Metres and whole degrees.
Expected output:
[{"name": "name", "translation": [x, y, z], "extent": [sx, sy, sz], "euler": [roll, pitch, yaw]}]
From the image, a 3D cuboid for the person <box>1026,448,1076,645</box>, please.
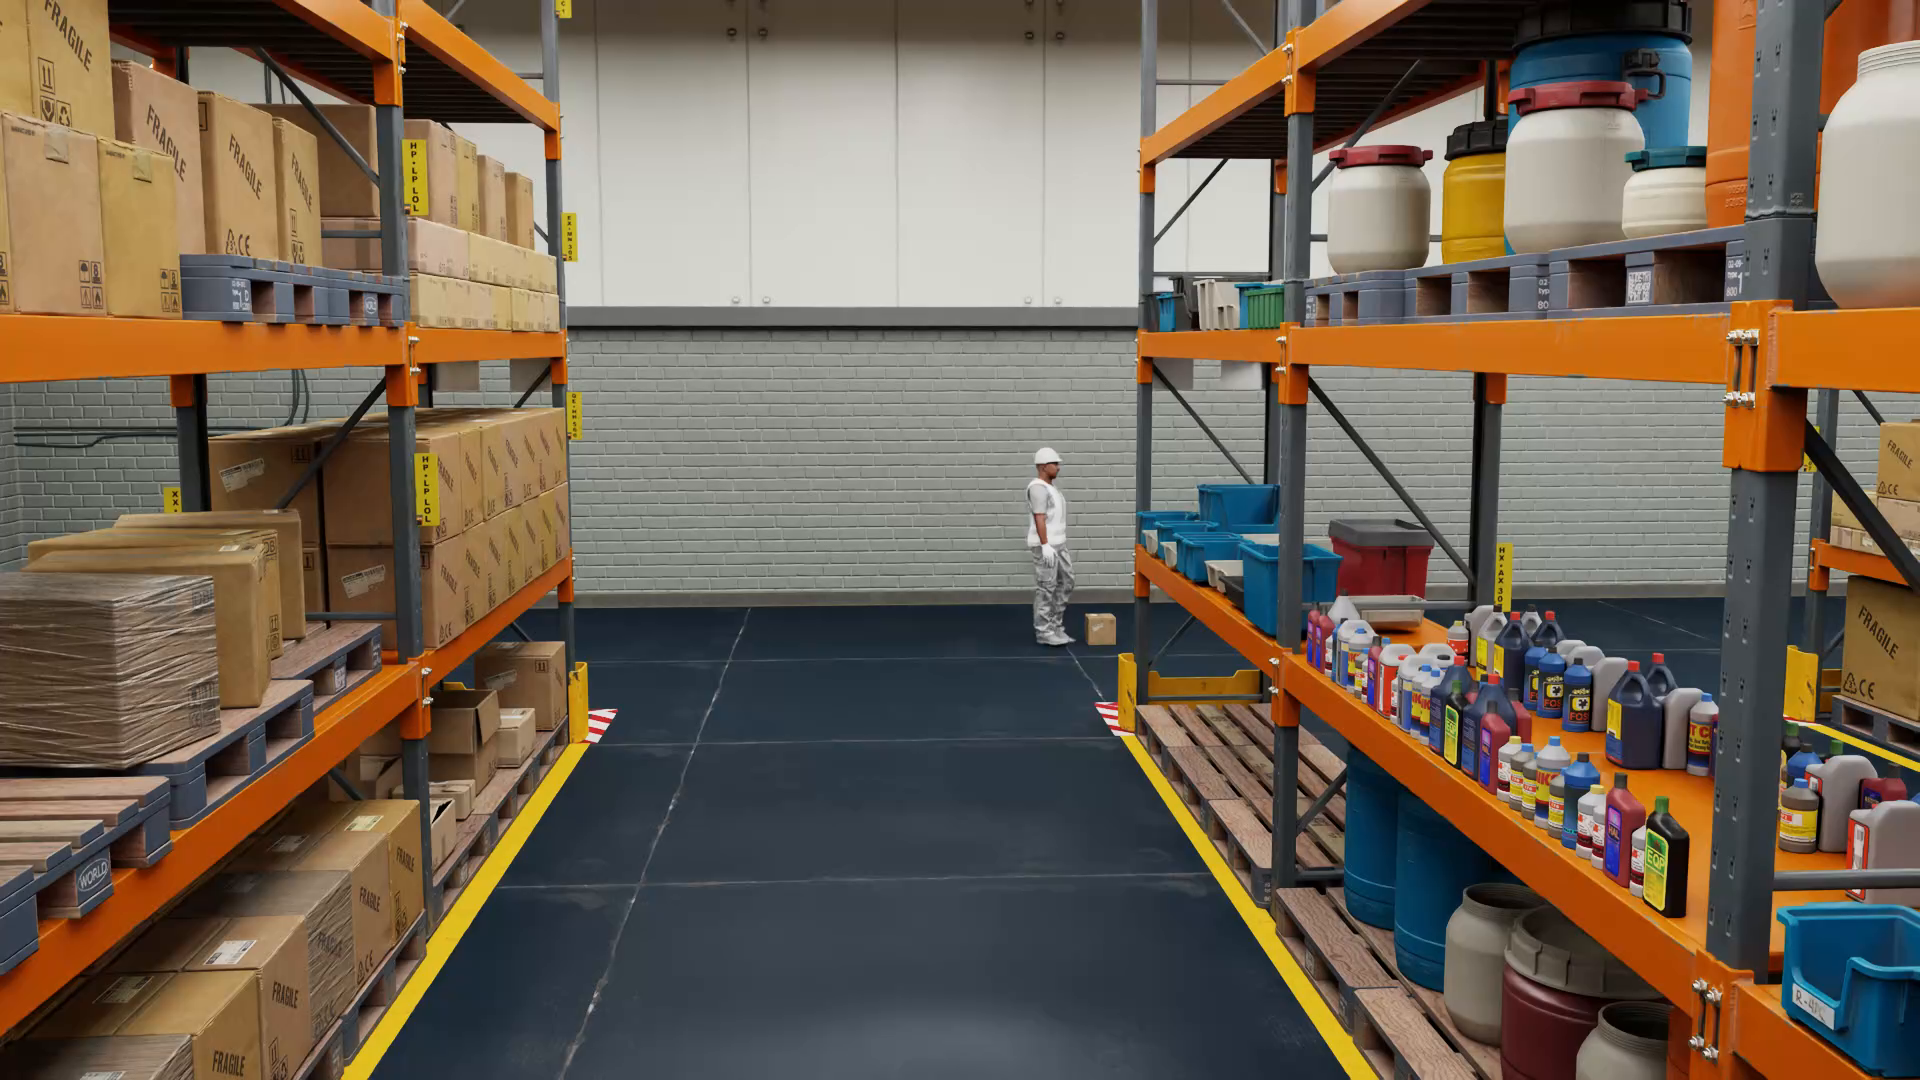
[{"name": "person", "translation": [0.818, 0.075, 15.109], "extent": [0.426, 1.823, 0.592], "euler": [2, 7, 16]}]
